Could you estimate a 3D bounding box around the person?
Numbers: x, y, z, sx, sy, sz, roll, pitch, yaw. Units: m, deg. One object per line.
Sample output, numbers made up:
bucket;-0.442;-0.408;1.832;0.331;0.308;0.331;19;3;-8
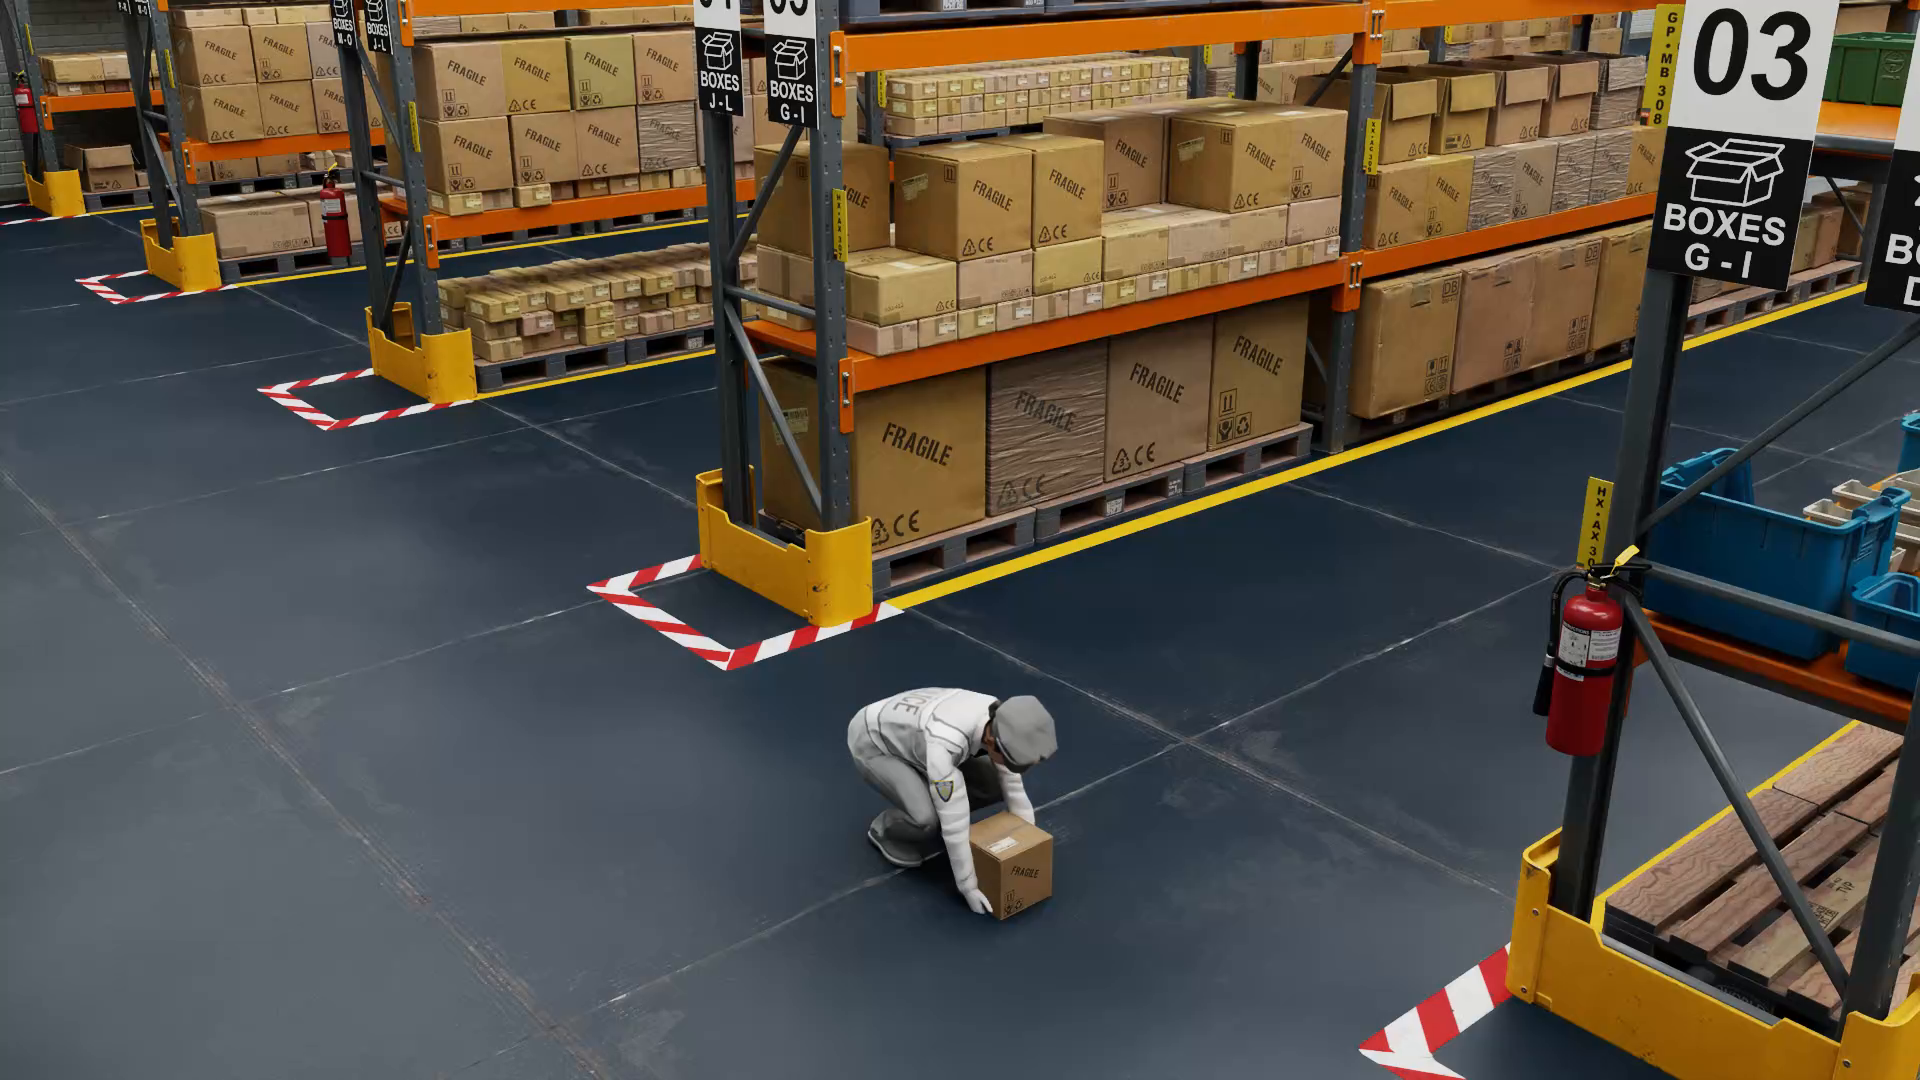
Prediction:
person;-0.031;0.876;6.139;0.469;0.843;0.891;-18;27;-38
